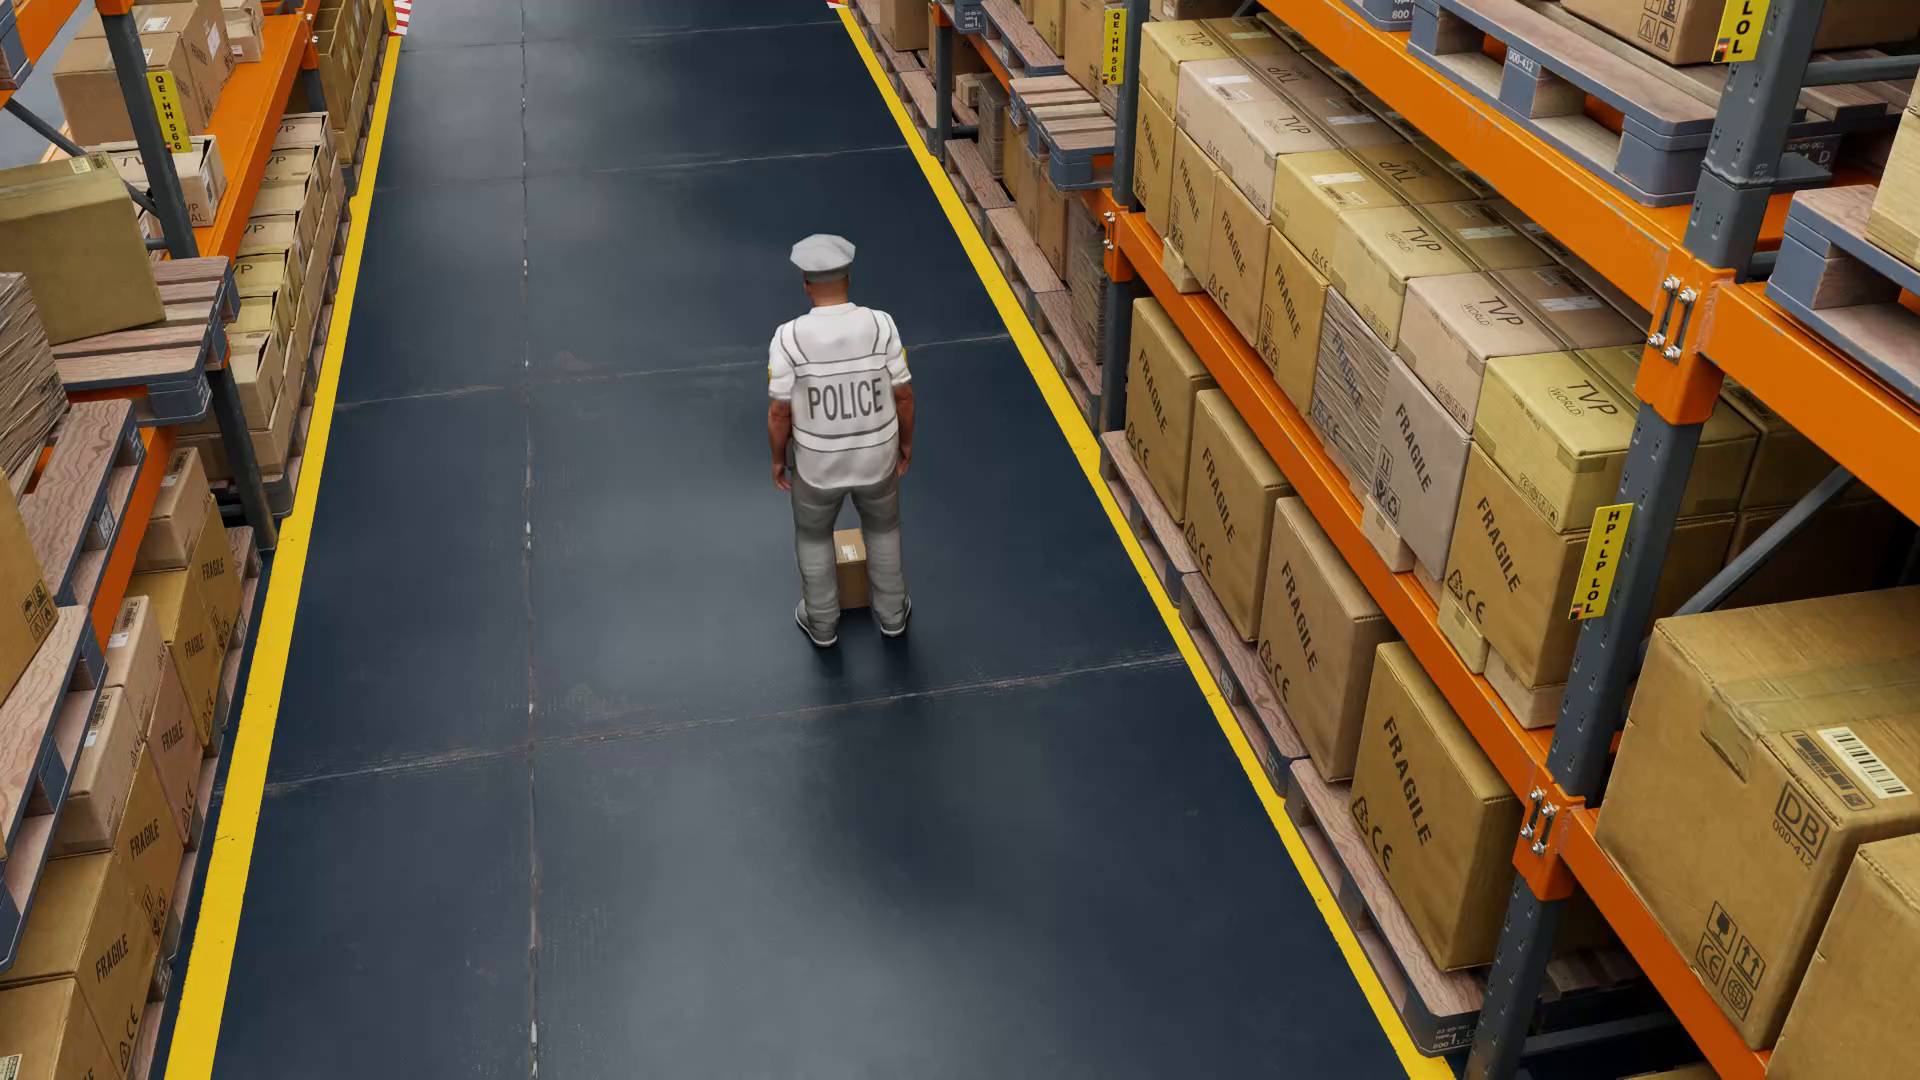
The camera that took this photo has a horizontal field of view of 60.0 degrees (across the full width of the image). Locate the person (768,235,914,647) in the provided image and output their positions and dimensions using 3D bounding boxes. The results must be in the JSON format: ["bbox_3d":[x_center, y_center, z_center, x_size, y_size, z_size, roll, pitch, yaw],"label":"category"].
[{"bbox_3d":[-0.466,-0.338,6.634,0.587,1.748,0.441,-8,35,-12],"label":"person"}]
